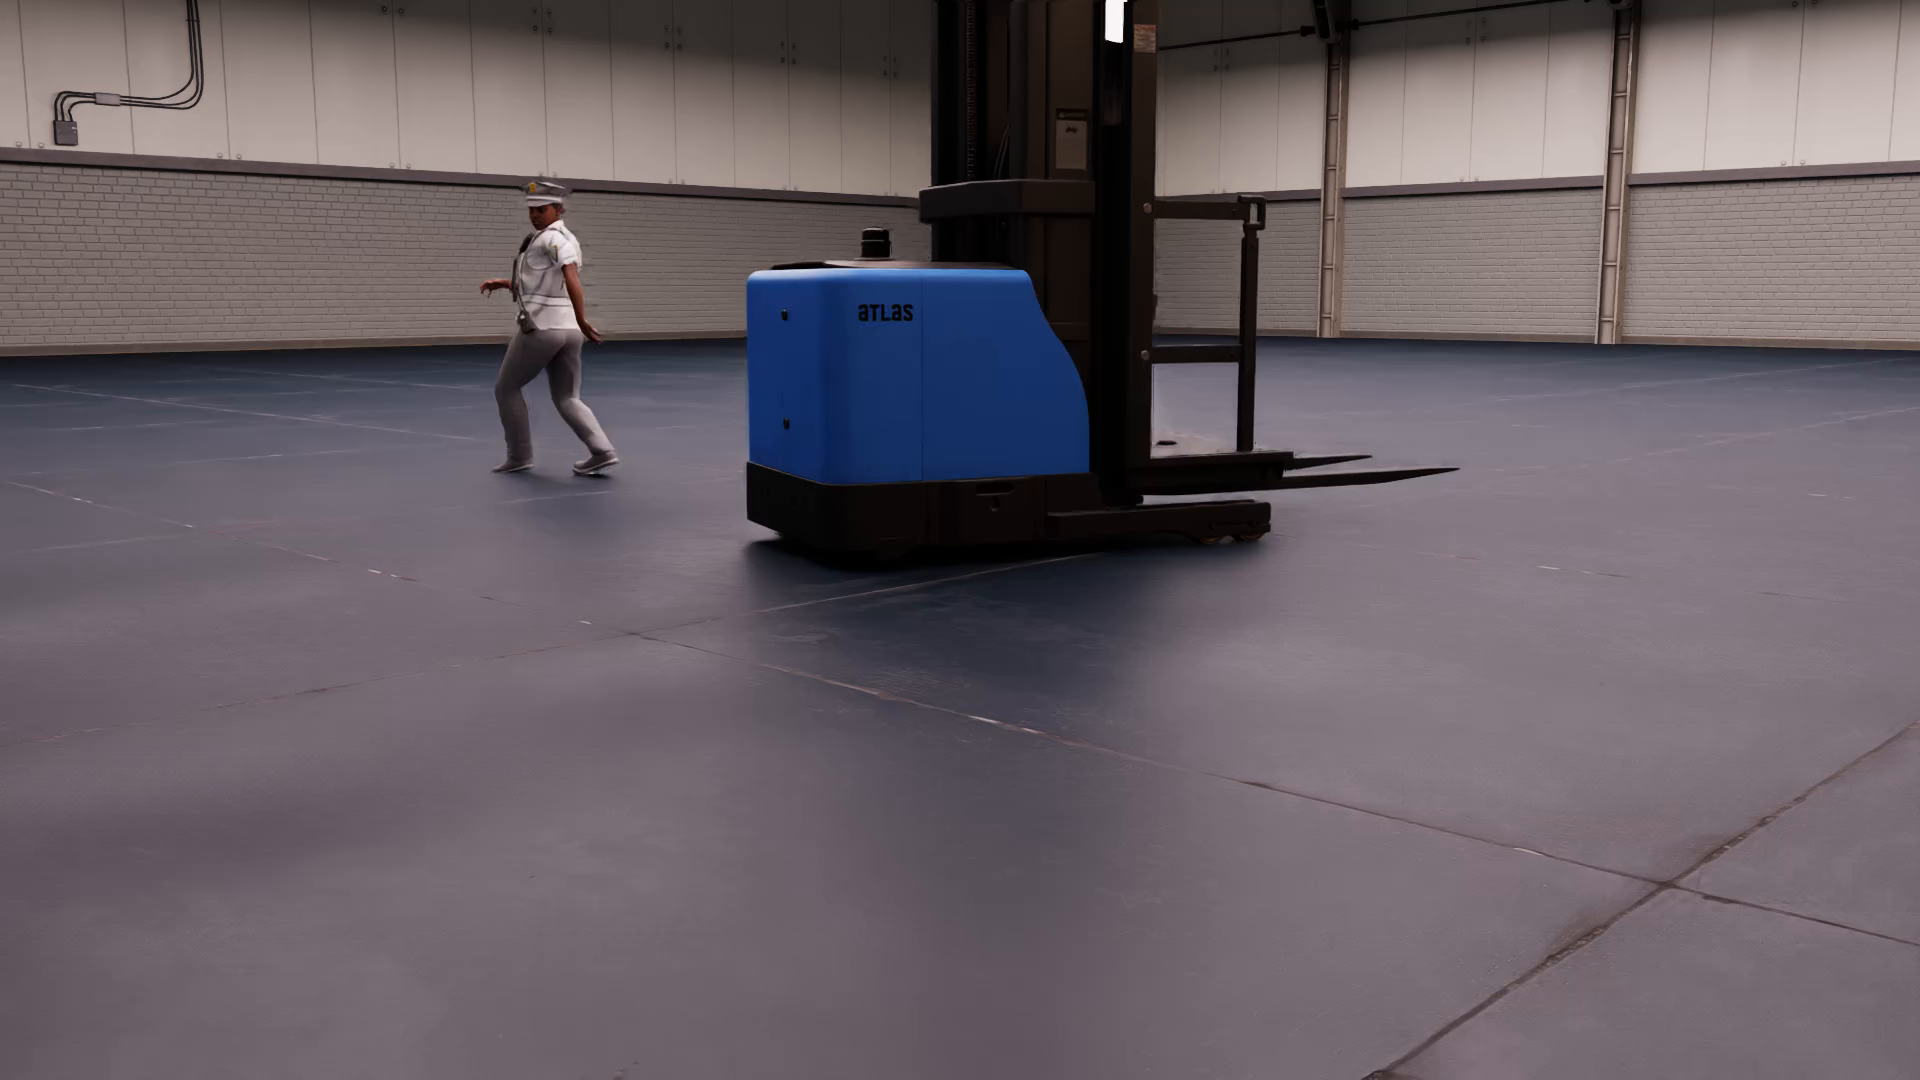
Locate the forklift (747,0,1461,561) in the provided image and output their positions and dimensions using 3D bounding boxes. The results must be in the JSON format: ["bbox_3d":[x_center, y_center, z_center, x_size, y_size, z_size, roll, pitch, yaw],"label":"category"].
[{"bbox_3d":[0.692,-1.496,6.811,3.031,2.935,1.130,-4,9,-24],"label":"forklift"}]

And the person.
[{"bbox_3d":[-2.229,-1.122,9.008,0.888,1.596,0.470,3,9,21],"label":"person"}]
